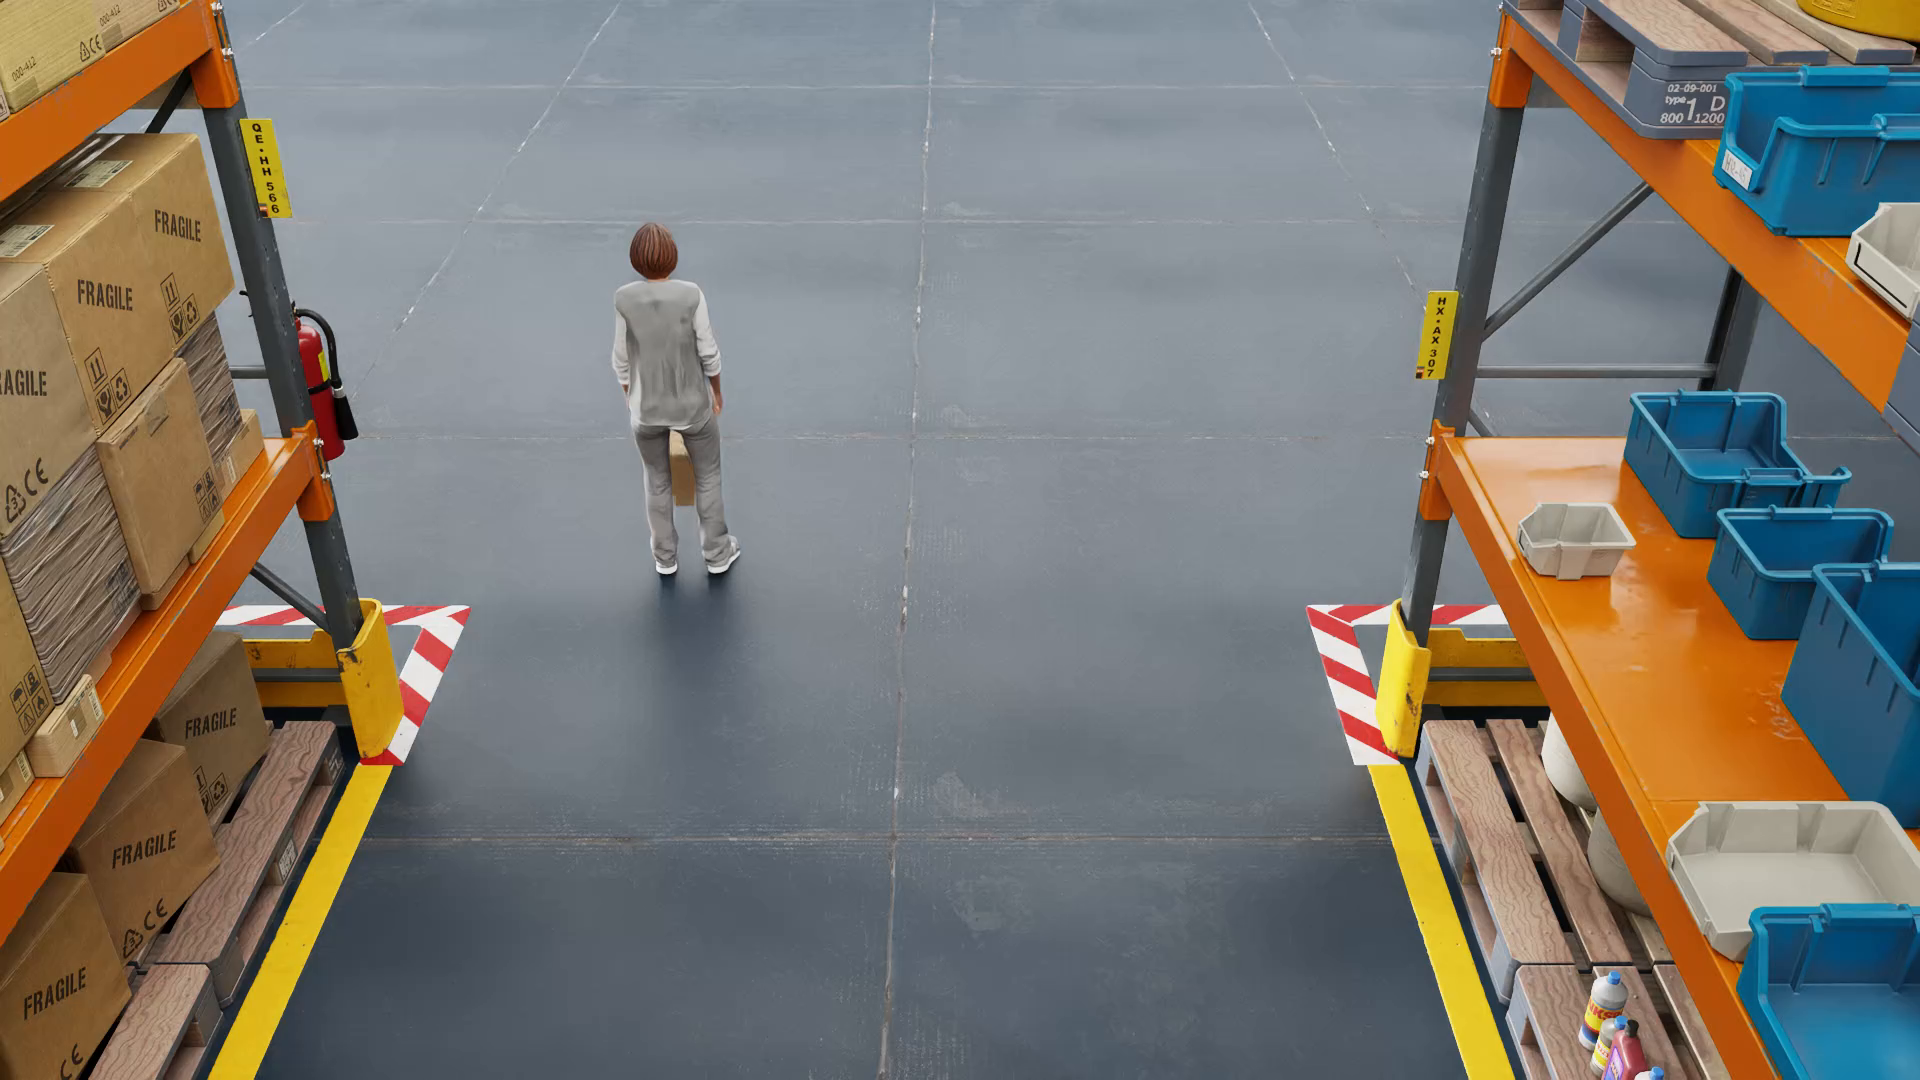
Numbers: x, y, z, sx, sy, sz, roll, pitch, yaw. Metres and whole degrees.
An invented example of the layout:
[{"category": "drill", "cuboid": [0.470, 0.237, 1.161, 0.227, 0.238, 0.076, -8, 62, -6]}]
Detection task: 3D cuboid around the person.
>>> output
[{"category": "person", "cuboid": [-1.222, -0.566, 7.053, 0.463, 1.593, 0.344, 0, 32, 0]}]
